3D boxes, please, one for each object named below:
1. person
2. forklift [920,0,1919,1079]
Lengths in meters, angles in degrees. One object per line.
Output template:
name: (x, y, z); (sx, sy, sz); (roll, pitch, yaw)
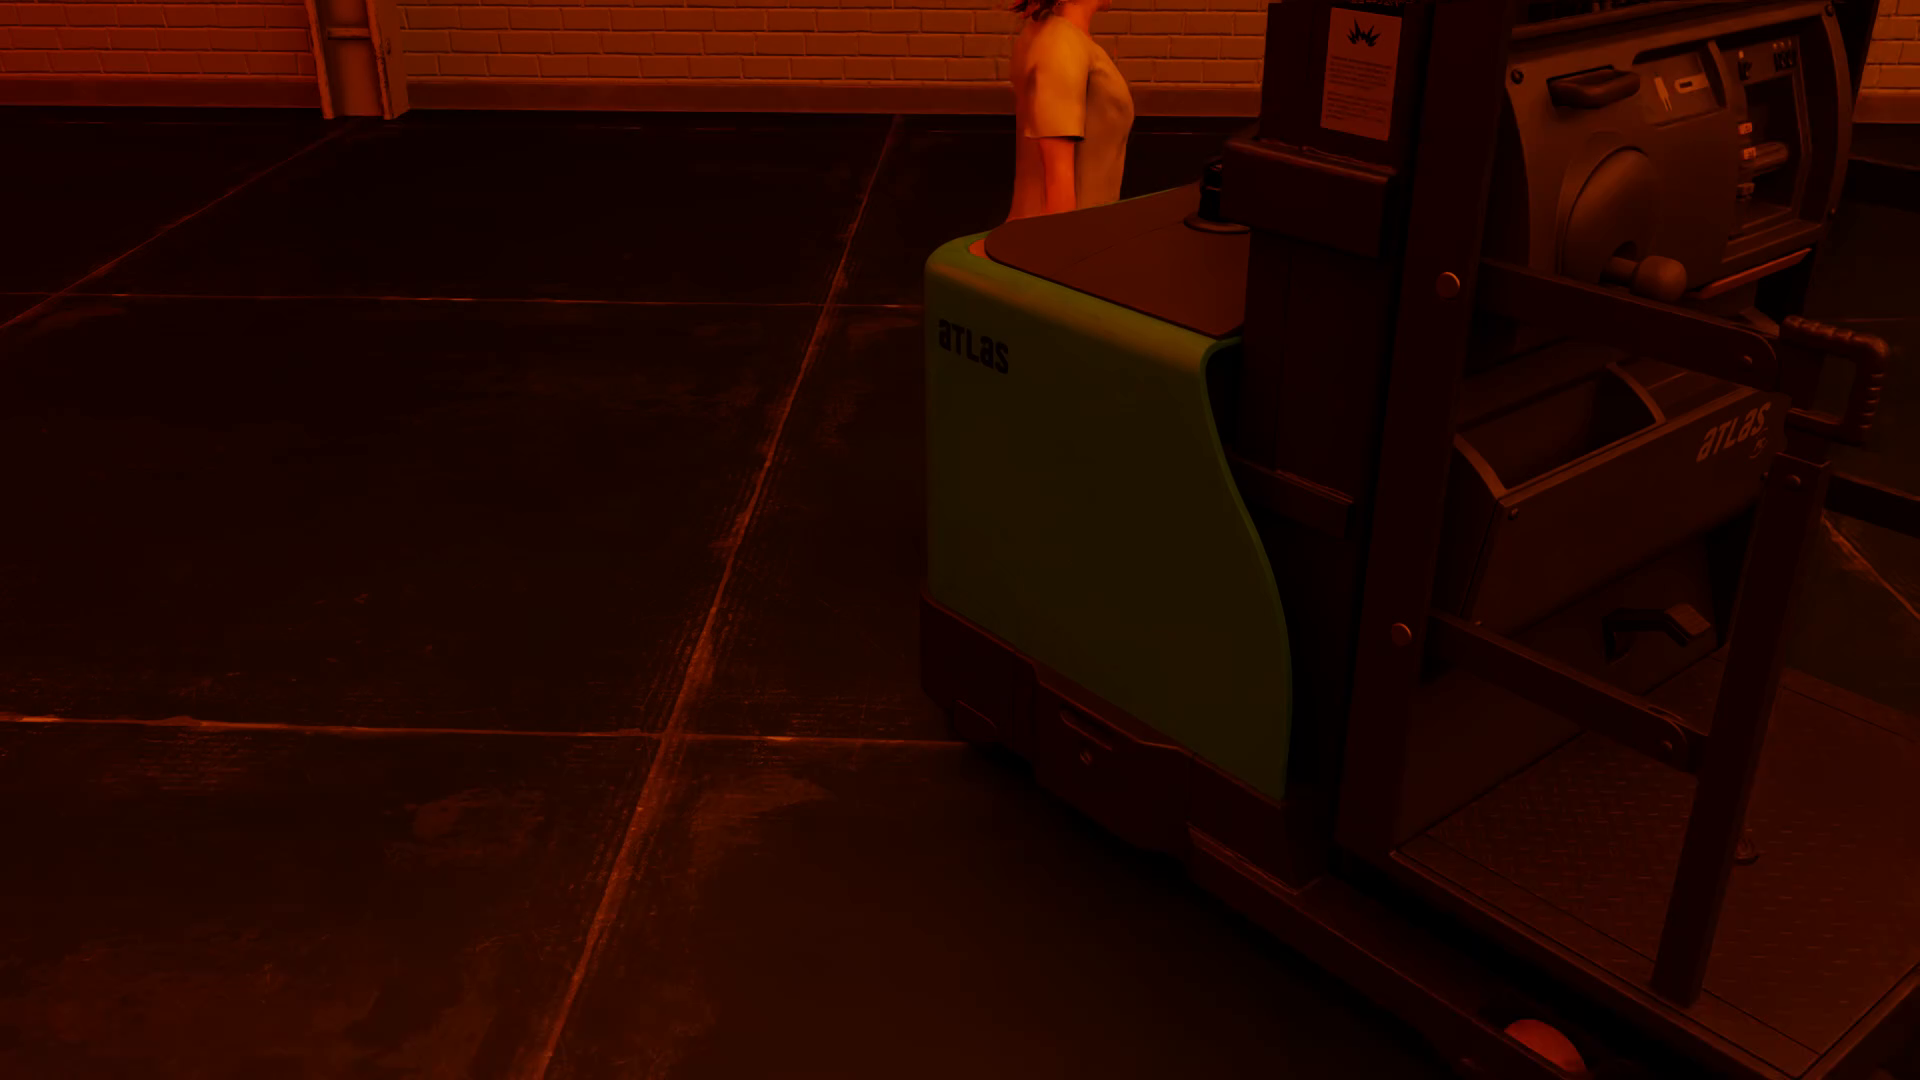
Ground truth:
person: (0.365, -0.706, 4.096); (0.742, 1.648, 0.642); (-4, 27, -8)
forklift: (1.236, -0.569, 2.361); (1.130, 2.935, 3.031); (-20, 33, -35)
